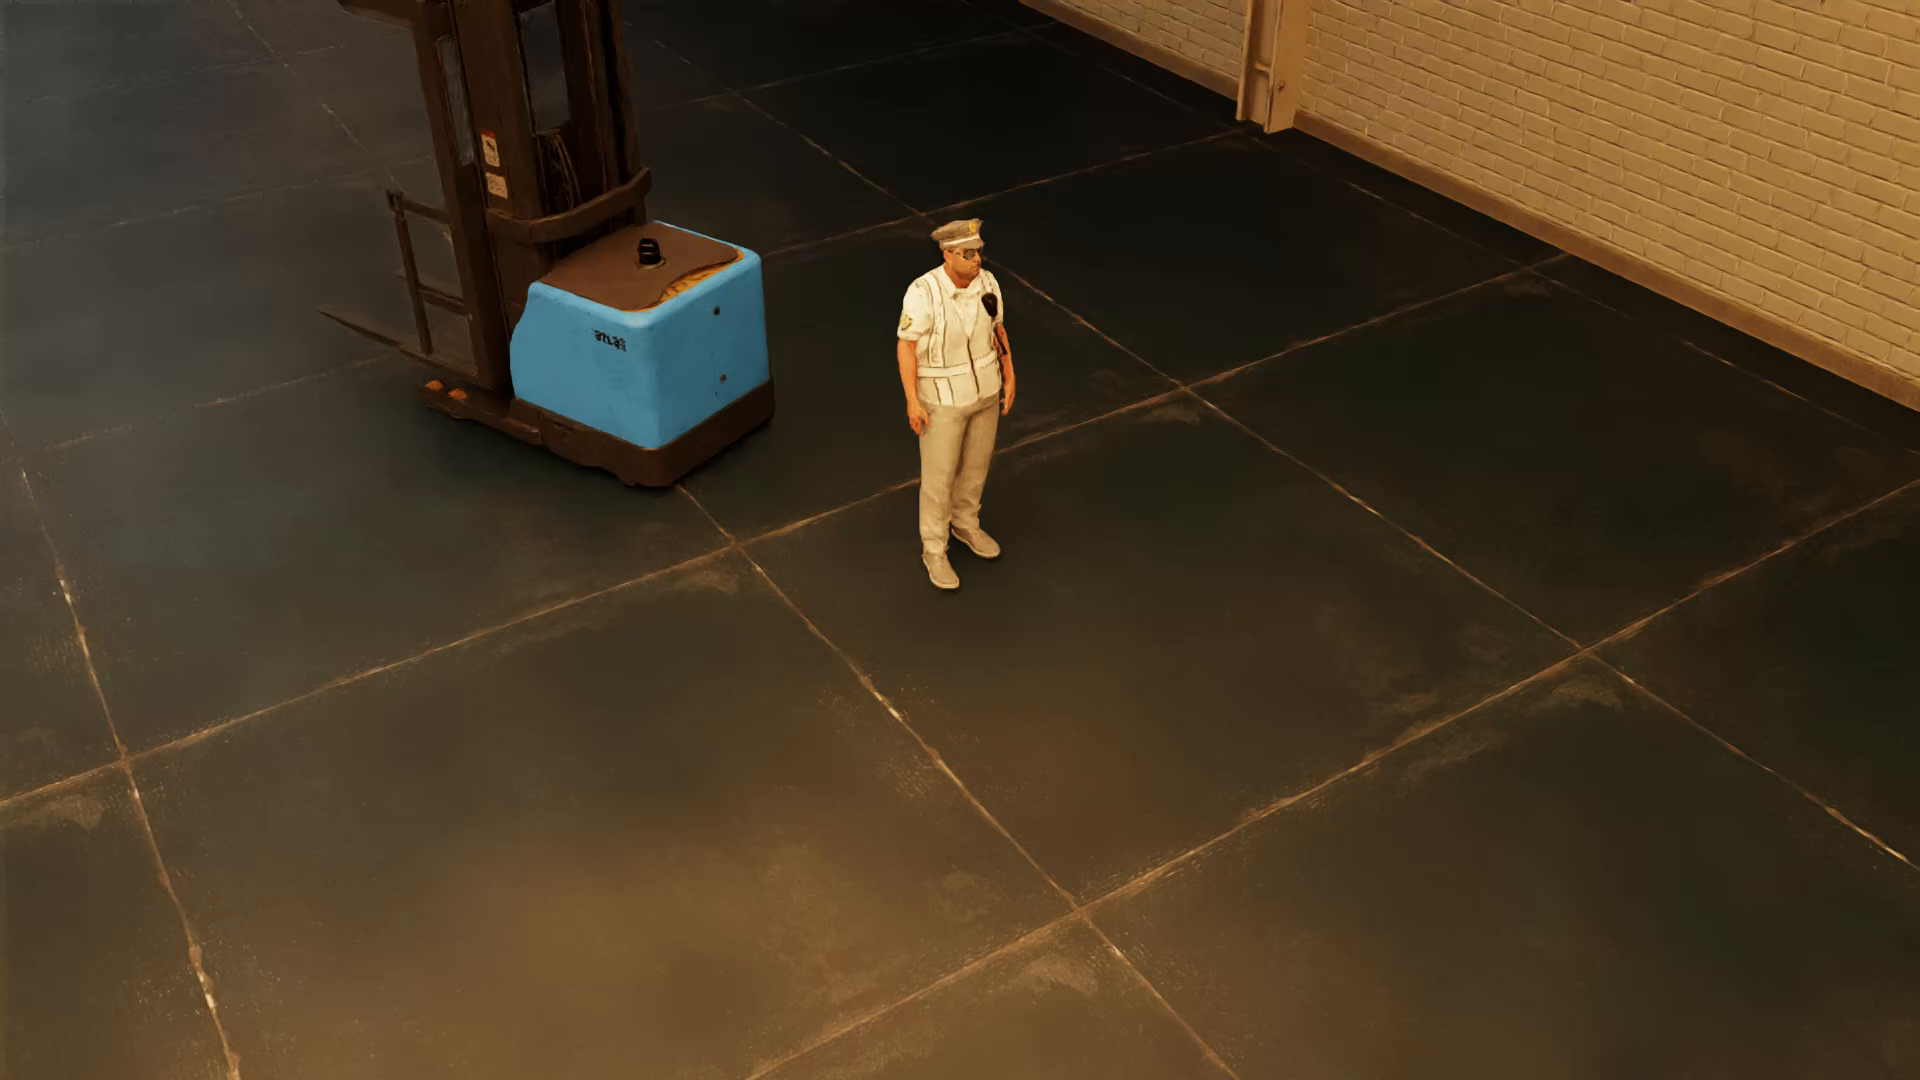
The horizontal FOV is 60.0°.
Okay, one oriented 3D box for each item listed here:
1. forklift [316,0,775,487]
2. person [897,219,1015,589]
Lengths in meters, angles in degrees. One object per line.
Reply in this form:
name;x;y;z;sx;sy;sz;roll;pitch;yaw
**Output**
forklift;-2.577;-2.137;9.190;3.031;2.935;1.130;21;40;27
person;0.033;-0.695;8.121;0.640;1.781;0.574;-21;40;-27
